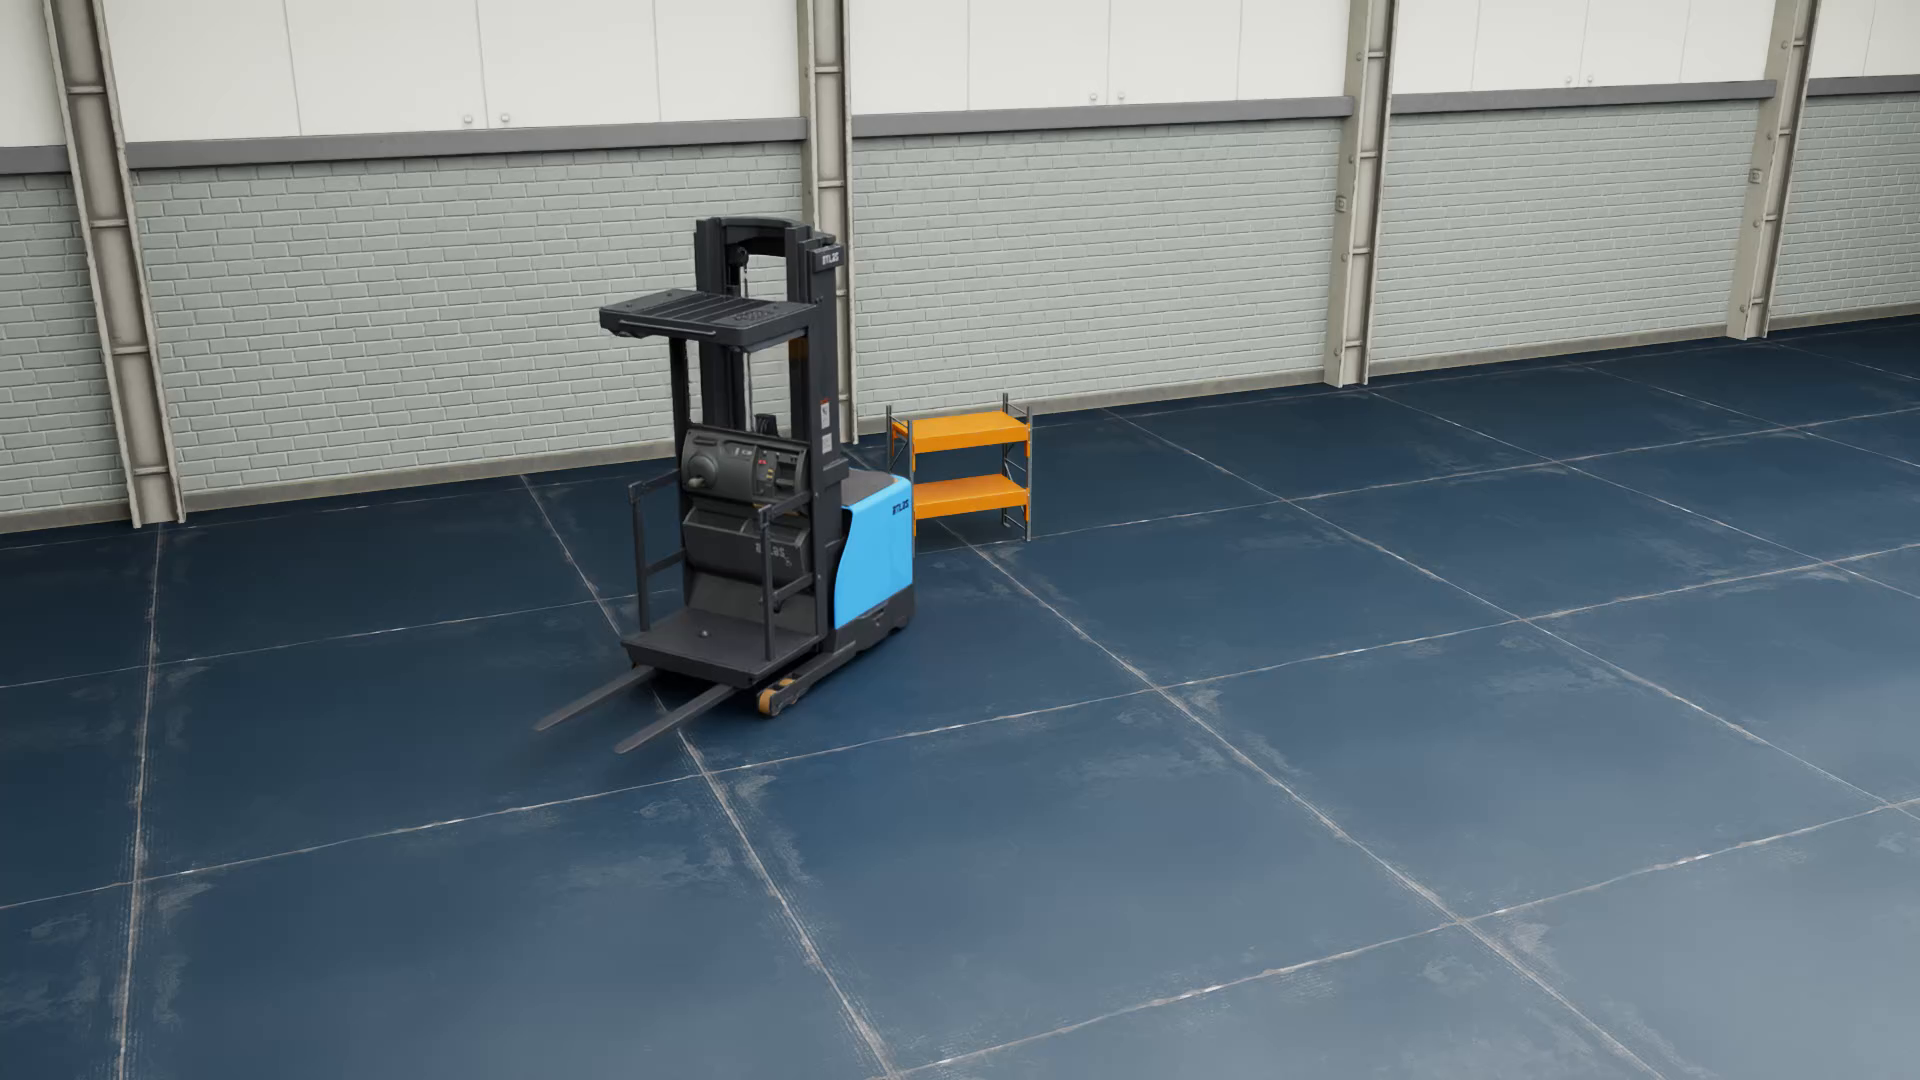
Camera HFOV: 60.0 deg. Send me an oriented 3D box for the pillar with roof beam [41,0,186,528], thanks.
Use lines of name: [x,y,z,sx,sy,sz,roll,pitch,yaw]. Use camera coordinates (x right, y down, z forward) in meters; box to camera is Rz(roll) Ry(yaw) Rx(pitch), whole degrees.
pillar with roof beam: [-5.034,-3.102,8.783,0.400,9.000,9.100,-8,21,-22]

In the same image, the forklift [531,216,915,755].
forklift: [-1.480,-0.454,10.397,1.130,2.935,3.031,10,22,27]

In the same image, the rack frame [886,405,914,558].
rack frame: [-0.473,-0.463,13.143,0.032,1.125,0.500,-8,21,-22]

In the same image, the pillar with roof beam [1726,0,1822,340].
pillar with roof beam: [11.494,-5.470,15.508,0.400,9.000,9.100,-8,21,-22]

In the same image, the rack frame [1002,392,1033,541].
rack frame: [0.461,-0.597,13.523,0.032,1.125,0.500,-8,21,-22]

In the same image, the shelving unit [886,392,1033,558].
shelving unit: [-0.006,-0.530,13.333,1.048,1.125,0.538,-8,21,-22]

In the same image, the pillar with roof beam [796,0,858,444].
pillar with roof beam: [0.475,-3.892,11.025,0.400,9.000,9.100,-8,21,-22]

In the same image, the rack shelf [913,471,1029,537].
rack shelf: [-0.006,-0.299,13.414,1.000,0.278,0.538,-8,21,-22]

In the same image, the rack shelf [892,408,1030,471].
rack shelf: [-0.006,-0.806,13.235,1.000,0.278,0.538,-8,21,-22]

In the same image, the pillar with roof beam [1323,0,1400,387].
pillar with roof beam: [5.985,-4.681,13.267,0.400,9.000,9.100,-8,21,-22]
